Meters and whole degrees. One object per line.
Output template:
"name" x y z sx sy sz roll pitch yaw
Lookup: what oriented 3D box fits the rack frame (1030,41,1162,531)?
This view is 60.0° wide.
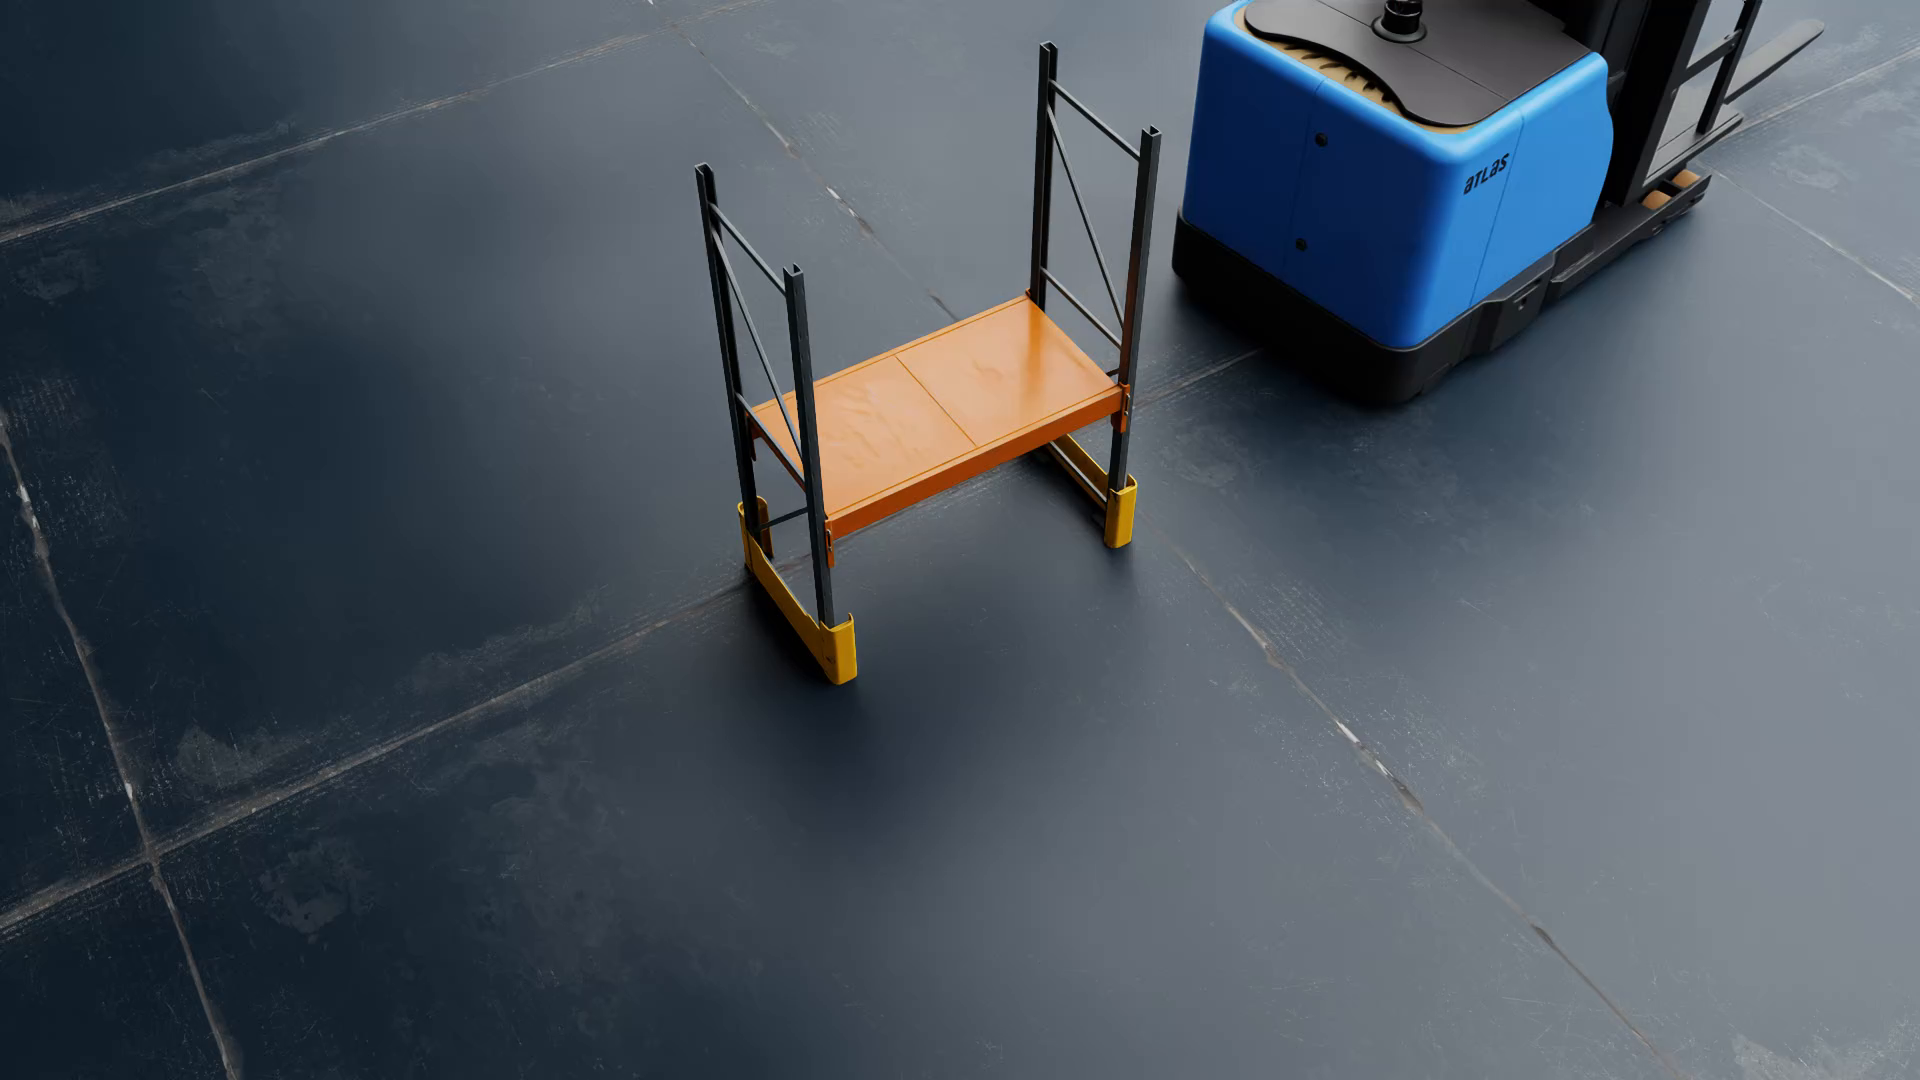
"rack frame" 0.358 -0.667 4.840 0.032 1.500 0.500 -25 53 -21

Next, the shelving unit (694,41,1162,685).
"shelving unit" -0.064 -0.468 4.663 1.083 1.500 0.587 -25 53 -21

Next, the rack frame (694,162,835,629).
"rack frame" -0.502 -0.262 4.479 0.032 1.500 0.500 -25 53 -21

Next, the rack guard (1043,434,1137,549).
"rack guard" 0.357 -0.251 5.306 0.087 0.250 0.587 -25 53 -21

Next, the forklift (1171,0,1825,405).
"forklift" 2.207 -2.386 5.413 3.031 2.935 1.130 -33 56 -26

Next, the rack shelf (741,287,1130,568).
"rack shelf" -0.072 -0.345 4.794 1.000 0.185 0.538 -25 53 -21

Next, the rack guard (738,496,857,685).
"rack guard" -0.486 0.146 4.953 0.087 0.250 0.587 -25 53 -21
